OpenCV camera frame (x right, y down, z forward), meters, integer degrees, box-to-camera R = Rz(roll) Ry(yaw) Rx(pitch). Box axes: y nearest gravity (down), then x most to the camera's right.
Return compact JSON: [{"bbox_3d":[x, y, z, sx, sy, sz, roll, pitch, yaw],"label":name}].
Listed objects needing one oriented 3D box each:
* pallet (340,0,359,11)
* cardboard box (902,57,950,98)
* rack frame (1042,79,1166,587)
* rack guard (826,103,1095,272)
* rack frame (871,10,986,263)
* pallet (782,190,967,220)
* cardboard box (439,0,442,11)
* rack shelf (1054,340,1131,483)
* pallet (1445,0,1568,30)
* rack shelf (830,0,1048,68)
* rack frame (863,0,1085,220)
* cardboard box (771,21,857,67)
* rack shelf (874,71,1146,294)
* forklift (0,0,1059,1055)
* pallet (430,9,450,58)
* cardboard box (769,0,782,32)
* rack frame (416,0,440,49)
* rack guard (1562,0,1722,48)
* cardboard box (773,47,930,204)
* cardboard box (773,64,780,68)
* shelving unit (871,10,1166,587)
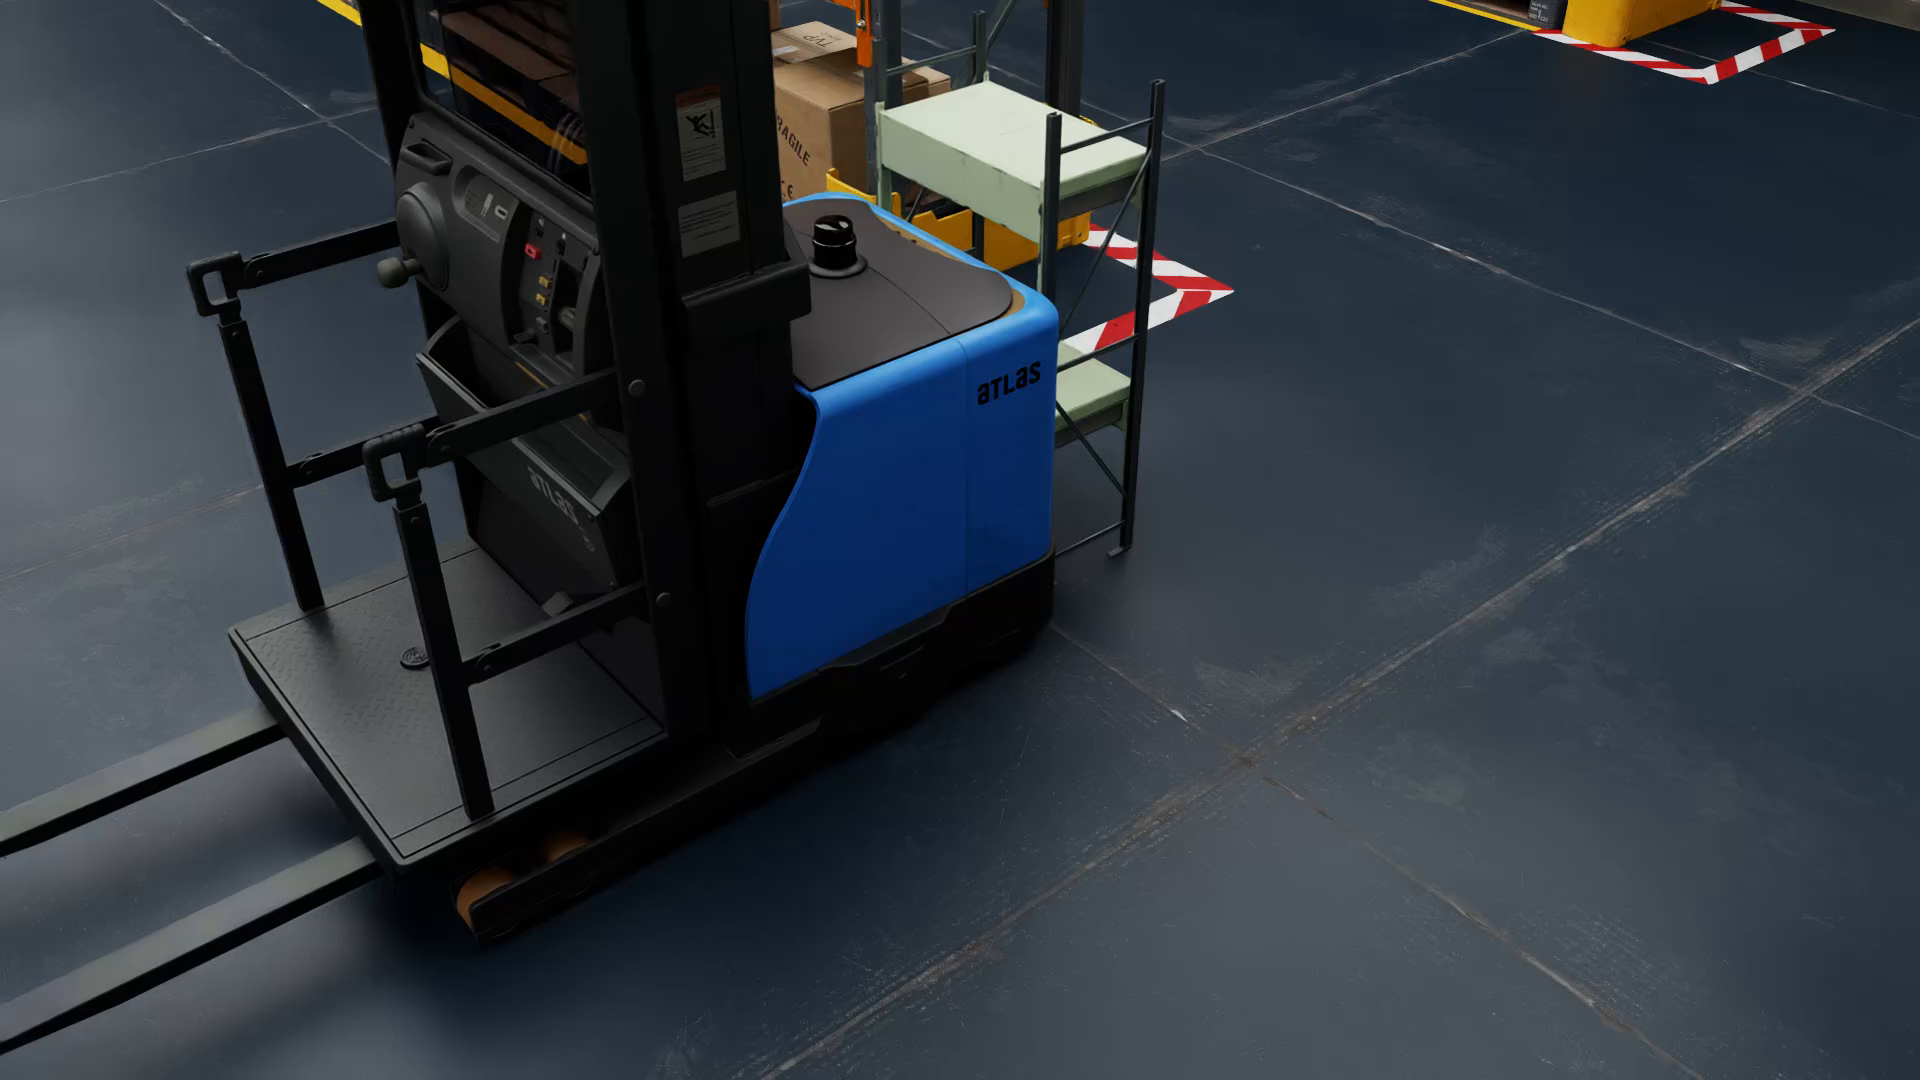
[{"bbox_3d":[-3.068,-3.306,9.736,1.003,0.211,1.213,-26,43,-32],"label":"pallet"},{"bbox_3d":[-0.390,-1.957,7.417,0.500,0.250,0.500,-26,43,-32],"label":"cardboard box"},{"bbox_3d":[0.377,-0.520,4.686,0.400,1.500,0.023,-25,42,-31],"label":"rack frame"},{"bbox_3d":[0.018,-1.347,6.719,1.175,0.500,0.348,-26,43,-32],"label":"rack guard"},{"bbox_3d":[-0.085,-0.848,5.149,0.400,1.500,0.023,-25,42,-31],"label":"rack frame"},{"bbox_3d":[-0.497,-1.580,7.299,1.003,0.211,1.213,-26,43,-32],"label":"pallet"},{"bbox_3d":[-2.409,-2.916,8.717,0.500,0.311,0.500,-26,43,-32],"label":"cardboard box"},{"bbox_3d":[0.146,-0.418,5.106,0.431,0.370,0.720,-25,42,-31],"label":"rack shelf"},{"bbox_3d":[3.273,-3.368,9.824,1.003,0.211,1.213,-26,43,-32],"label":"pallet"},{"bbox_3d":[-1.224,-2.923,7.404,1.077,0.370,4.000,-26,43,-32],"label":"rack shelf"},{"bbox_3d":[0.067,-2.333,5.949,1.000,3.000,0.127,-26,43,-32],"label":"rack frame"},{"bbox_3d":[-0.713,-2.178,7.729,0.500,0.250,0.500,-26,43,-32],"label":"cardboard box"},{"bbox_3d":[0.146,-1.002,4.692,0.431,0.370,0.720,-25,42,-31],"label":"rack shelf"},{"bbox_3d":[-1.192,-0.606,3.569,3.031,2.935,1.130,-25,42,-31],"label":"forklift"},{"bbox_3d":[-2.072,-2.658,8.820,1.003,0.211,1.213,-26,43,-32],"label":"pallet"},{"bbox_3d":[-1.298,-2.433,7.869,0.797,0.503,0.637,-26,43,-32],"label":"cardboard box"},{"bbox_3d":[-2.514,-4.099,8.443,1.000,3.000,0.127,-26,43,-32],"label":"rack frame"},{"bbox_3d":[3.864,-3.152,9.268,1.175,0.500,0.348,-26,43,-32],"label":"rack guard"},{"bbox_3d":[-0.472,-1.641,6.754,0.500,0.500,0.500,-26,43,-32],"label":"cardboard box"},{"bbox_3d":[-1.062,-1.970,7.434,0.500,0.250,0.500,-26,43,-32],"label":"cardboard box"},{"bbox_3d":[0.146,-0.684,4.918,0.431,1.500,0.755,-25,42,-31],"label":"shelving unit"}]
